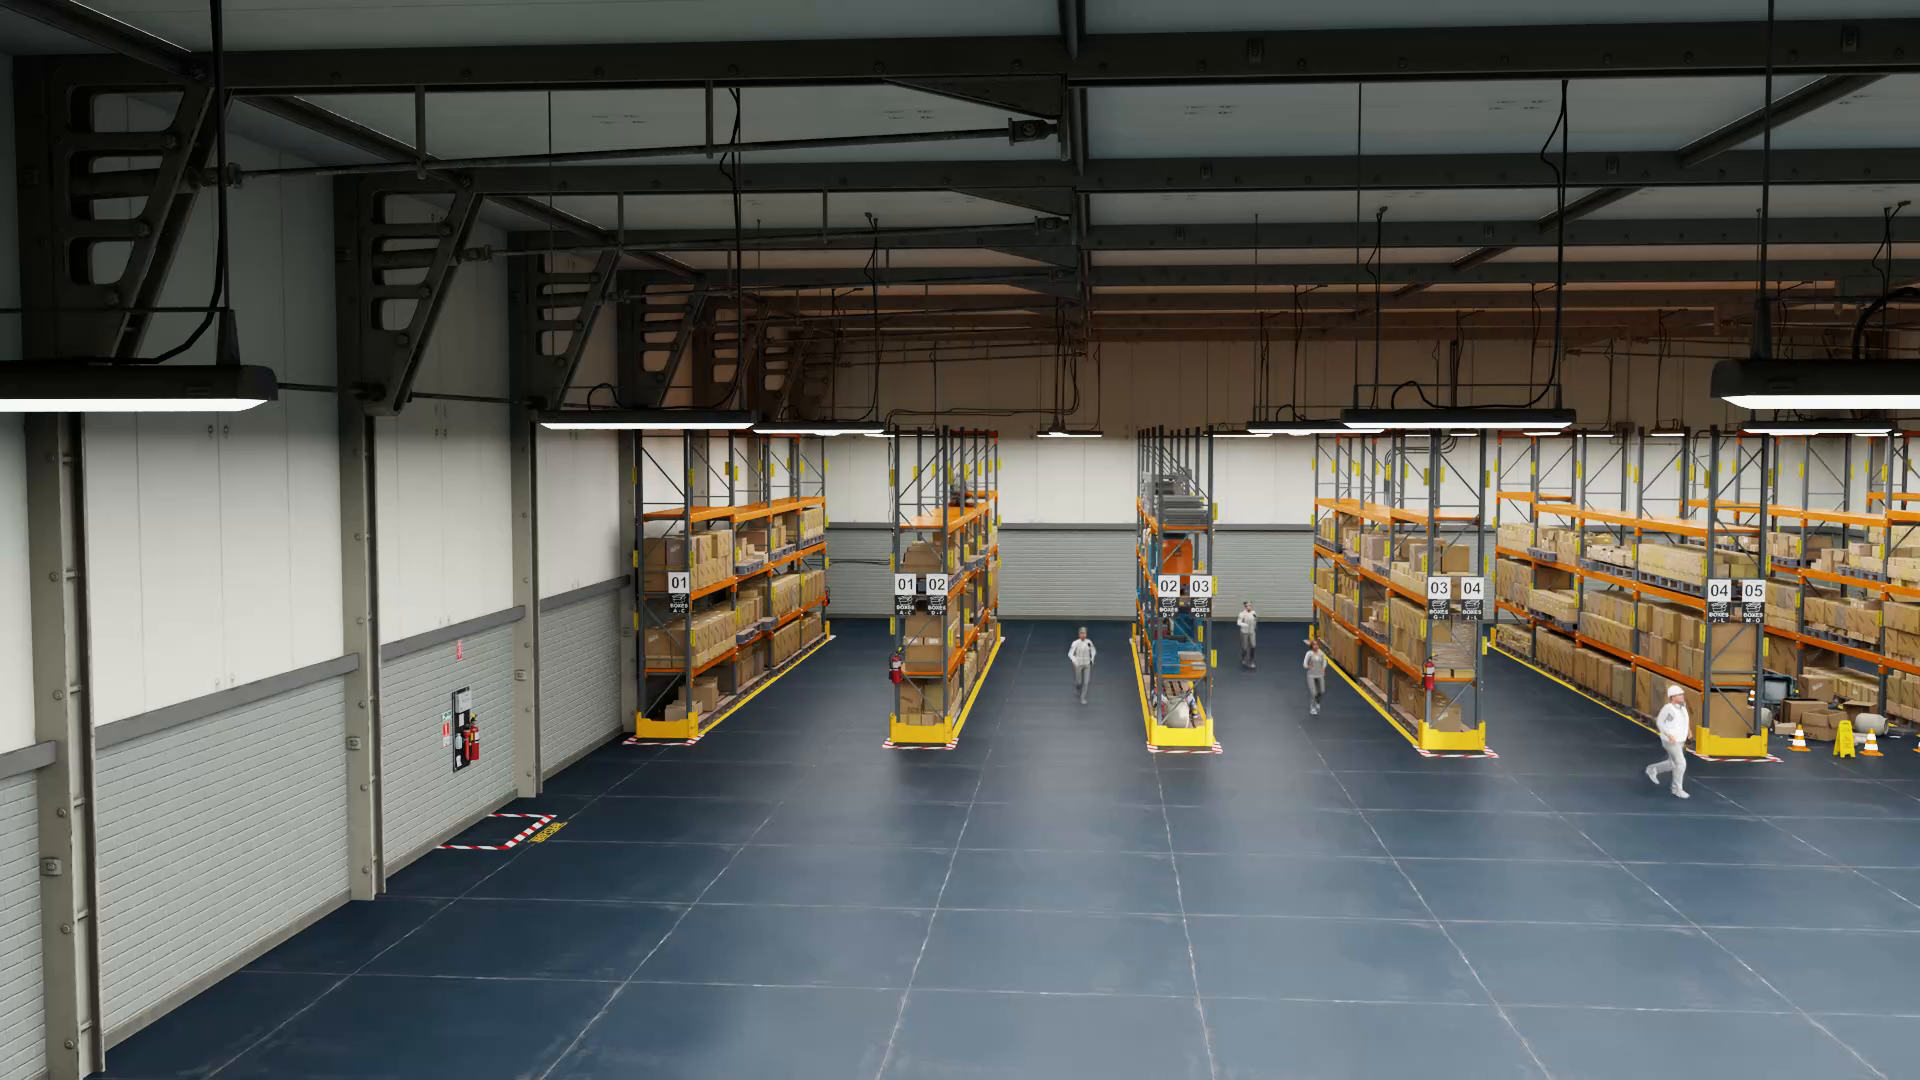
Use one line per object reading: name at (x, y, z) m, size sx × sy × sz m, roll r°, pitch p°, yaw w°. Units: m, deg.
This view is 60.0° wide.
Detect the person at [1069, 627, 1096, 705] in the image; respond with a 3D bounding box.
person at (2.676, 2.723, 36.215) m, size 0.617 × 1.665 × 0.696 m, roll 0°, pitch 3°, yaw -6°

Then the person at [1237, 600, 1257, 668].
person at (7.258, 2.369, 41.923) m, size 0.560 × 1.723 × 0.764 m, roll 0°, pitch 3°, yaw -2°

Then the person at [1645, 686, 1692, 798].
person at (11.471, 3.228, 26.909) m, size 0.662 × 1.780 × 0.783 m, roll -3°, pitch 5°, yaw -40°

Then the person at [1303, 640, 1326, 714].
person at (7.407, 2.868, 34.557) m, size 0.524 × 1.533 × 0.537 m, roll 0°, pitch 3°, yaw -3°
